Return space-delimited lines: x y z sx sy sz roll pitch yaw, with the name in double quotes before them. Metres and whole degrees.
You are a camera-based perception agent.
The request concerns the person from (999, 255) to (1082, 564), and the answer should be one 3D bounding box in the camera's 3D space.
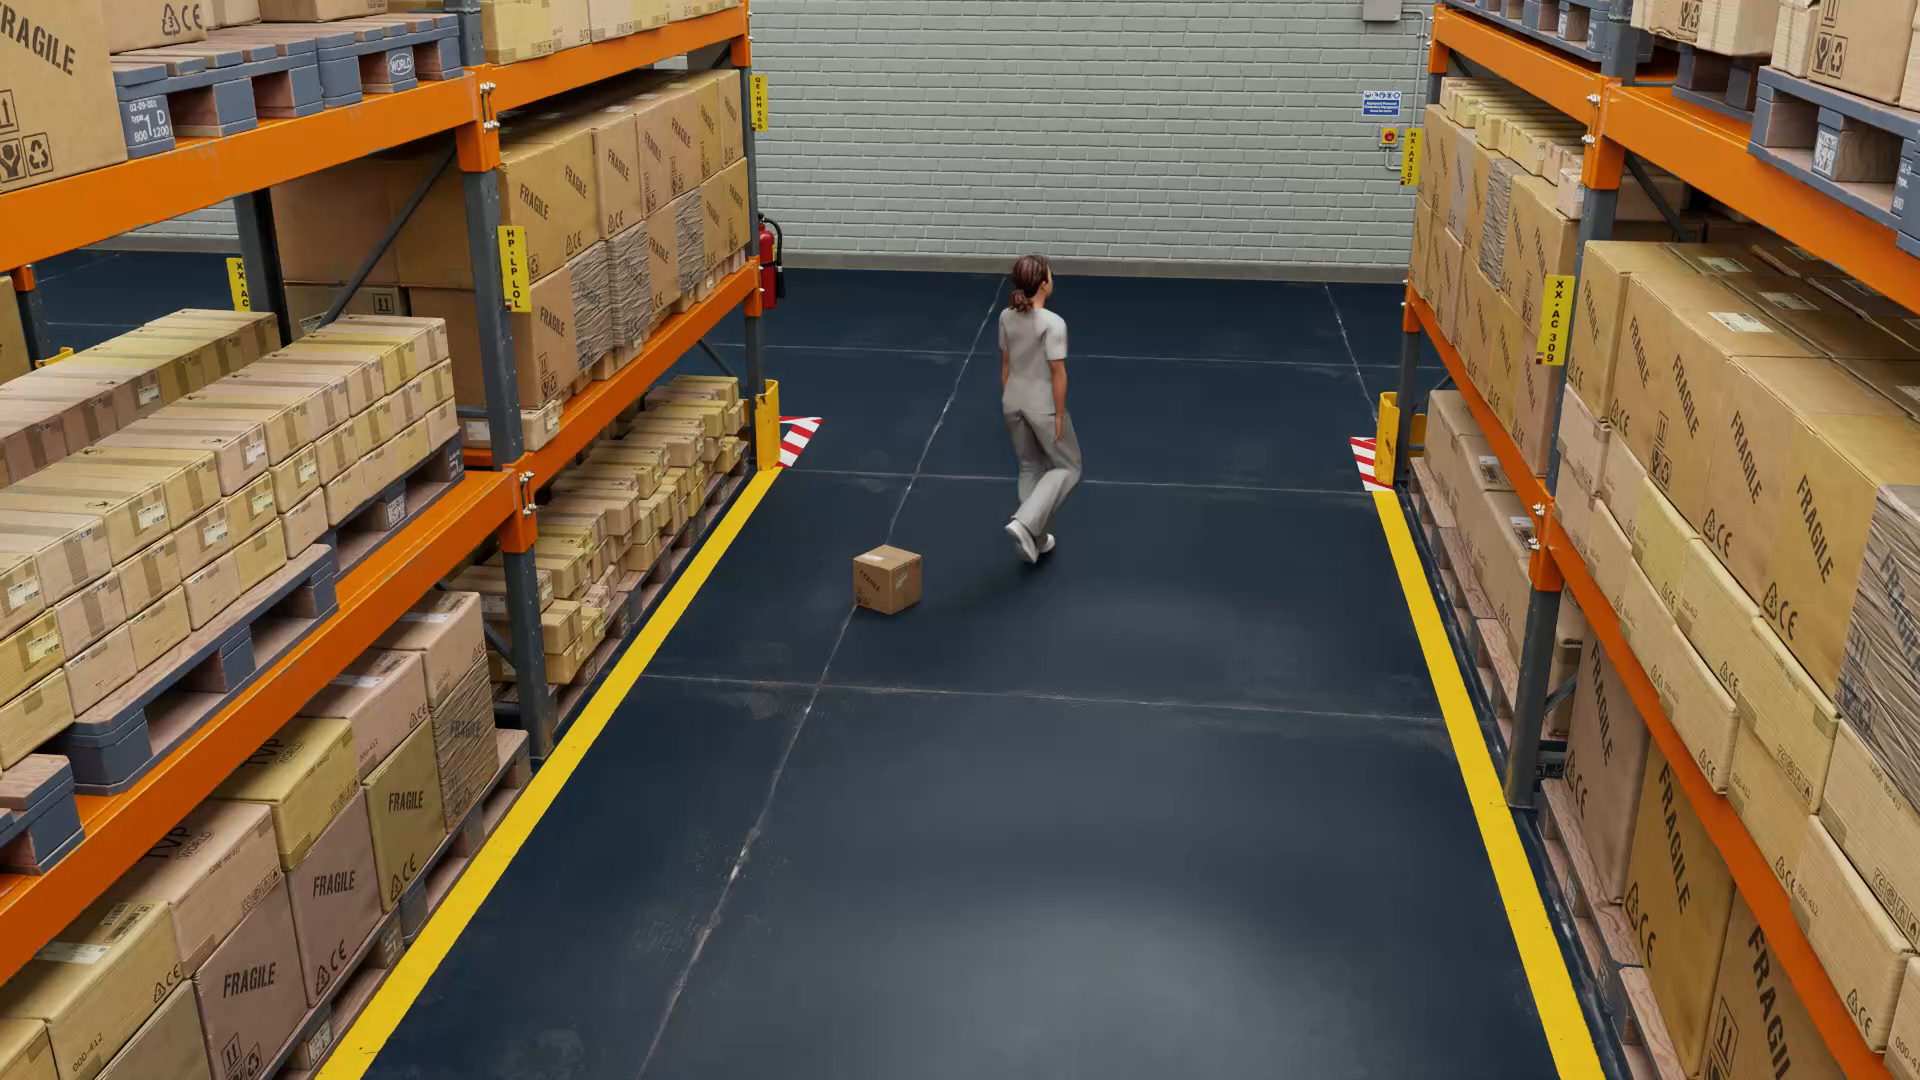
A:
"person" 0.368 -0.670 8.748 0.441 1.658 0.526 16 27 36
